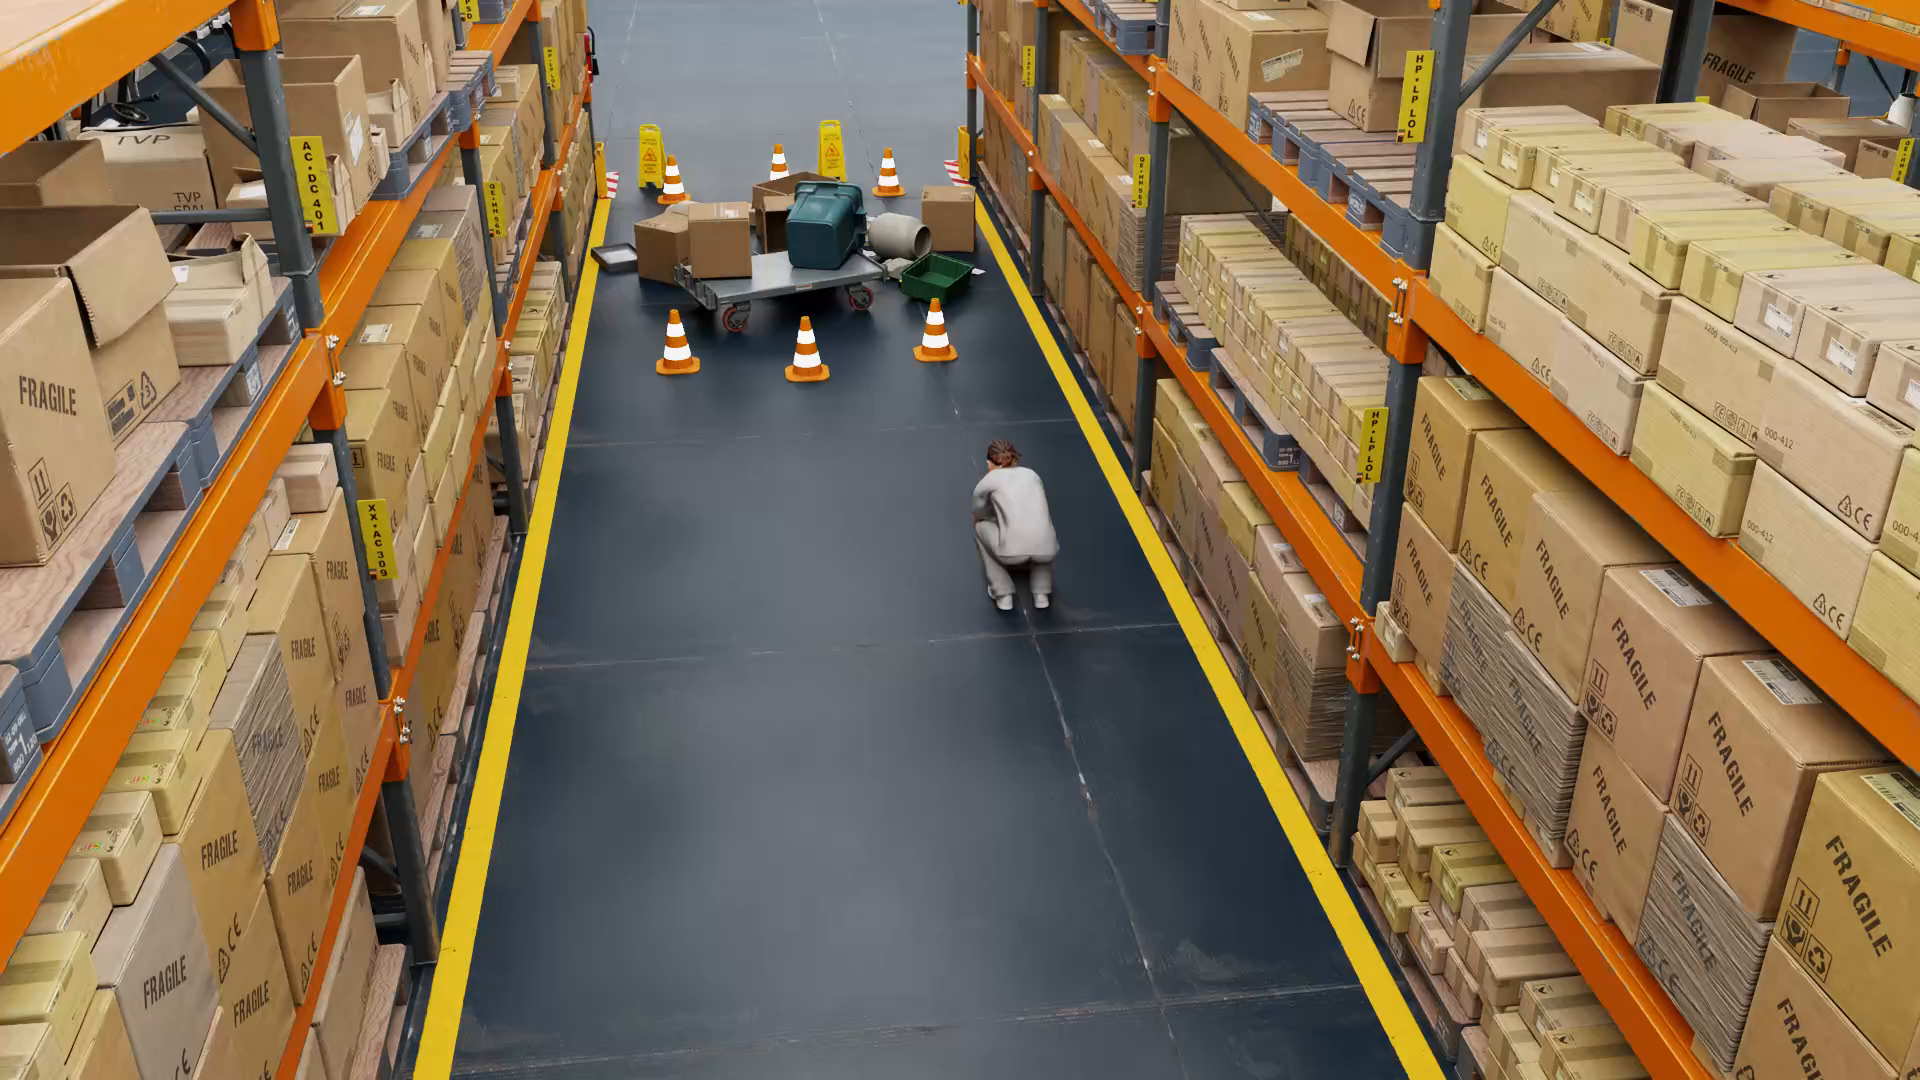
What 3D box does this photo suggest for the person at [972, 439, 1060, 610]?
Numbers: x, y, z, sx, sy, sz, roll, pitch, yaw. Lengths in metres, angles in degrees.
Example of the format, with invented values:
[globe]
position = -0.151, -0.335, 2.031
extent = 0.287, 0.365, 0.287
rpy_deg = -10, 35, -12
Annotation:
[person]
position = 0.325, -0.083, 9.705
extent = 0.479, 0.833, 0.802
rpy_deg = -3, 27, -7
